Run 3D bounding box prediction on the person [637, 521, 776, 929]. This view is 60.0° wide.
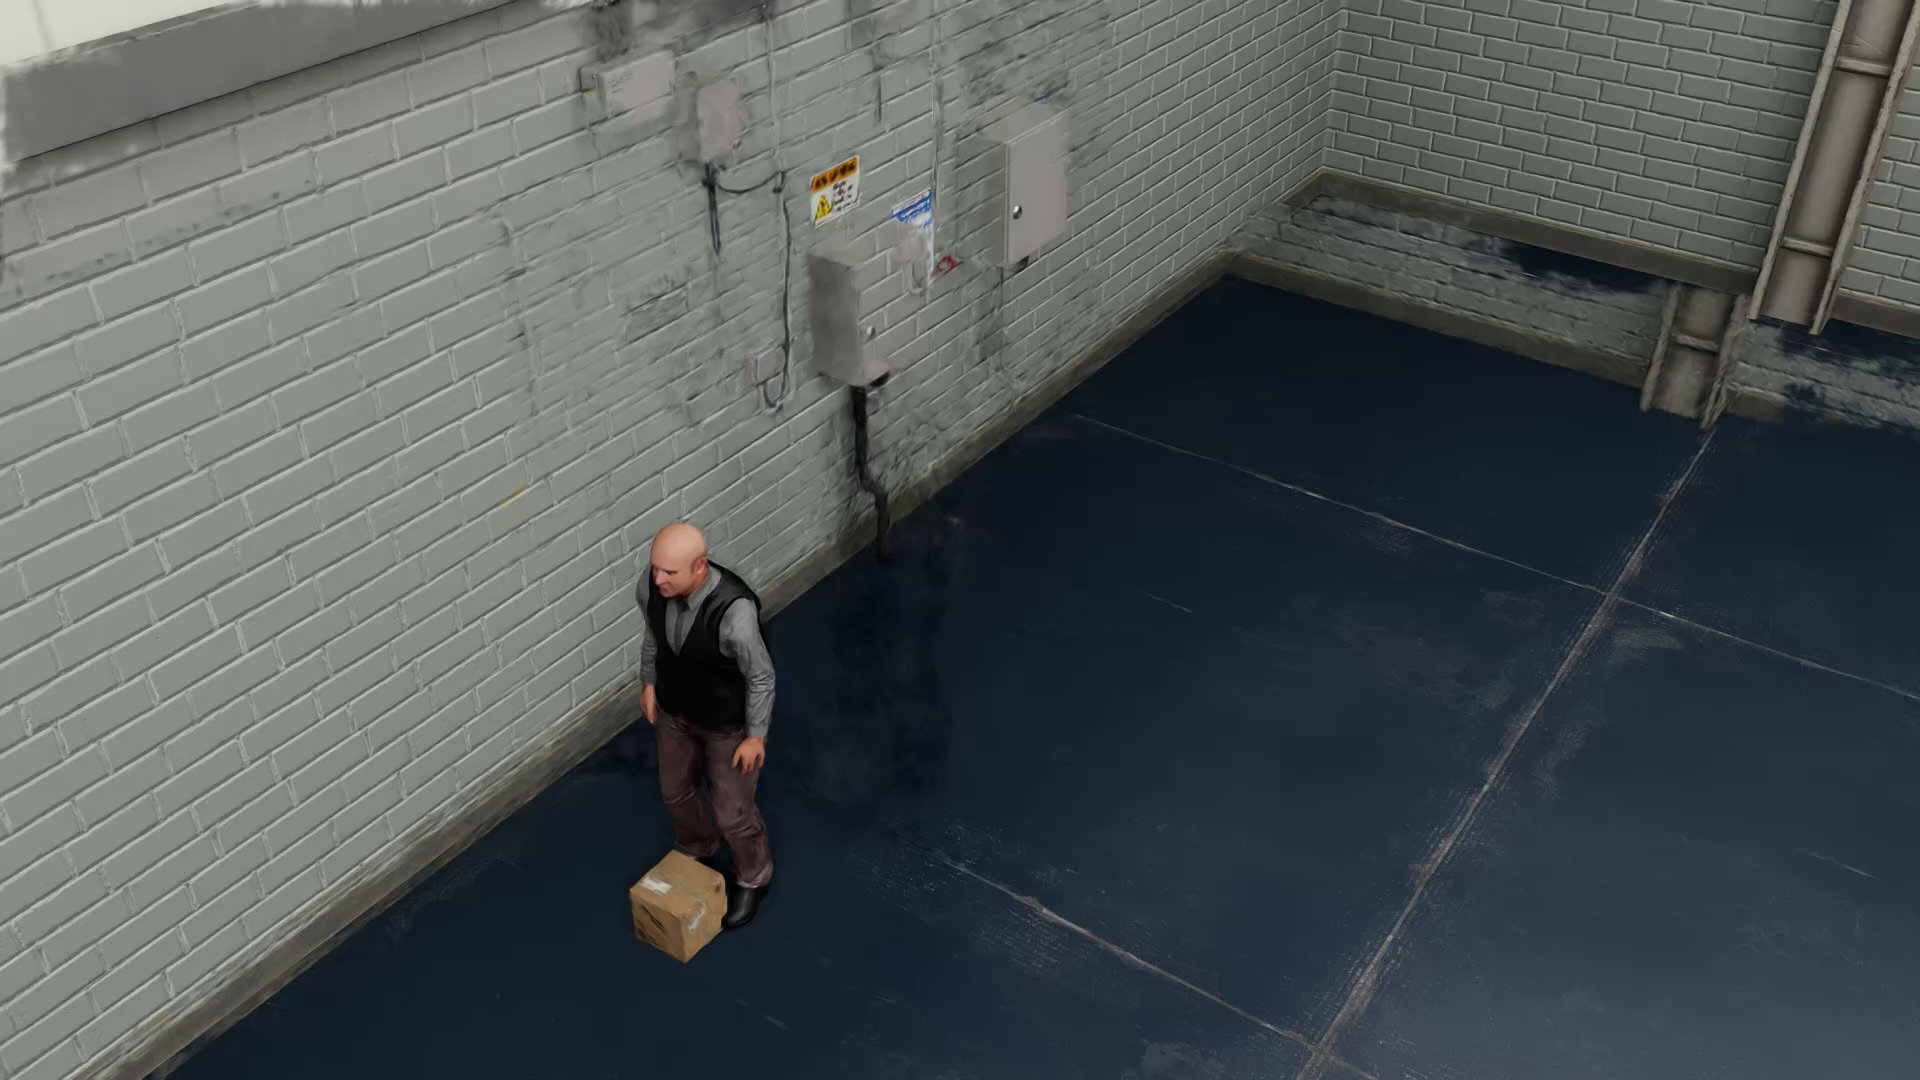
[{"bbox_3d":[-0.251,0.081,6.046,0.580,1.720,0.421,21,40,28],"label":"person"}]
